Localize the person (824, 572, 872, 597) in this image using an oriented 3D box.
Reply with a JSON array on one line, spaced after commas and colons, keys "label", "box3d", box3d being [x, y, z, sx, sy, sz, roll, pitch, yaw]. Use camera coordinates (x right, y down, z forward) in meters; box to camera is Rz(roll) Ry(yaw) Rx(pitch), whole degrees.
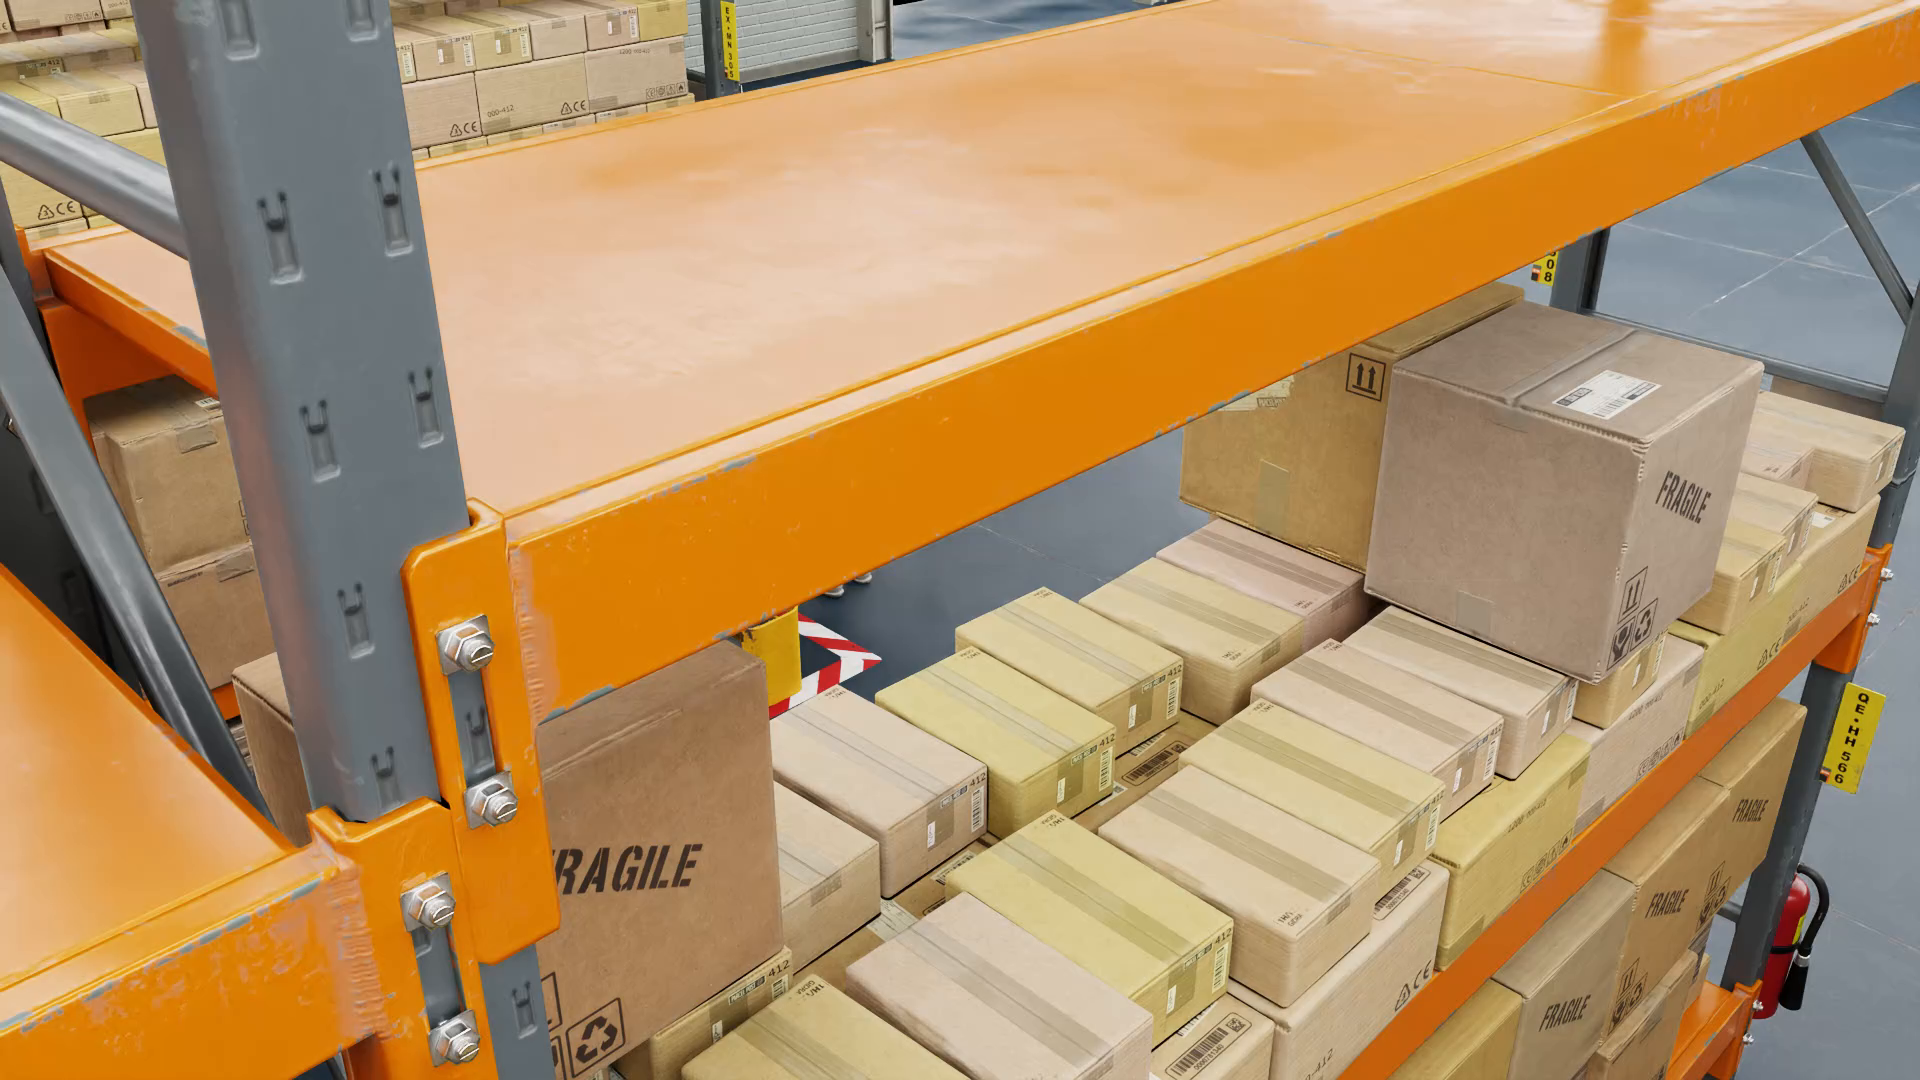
[{"label": "person", "box3d": [-0.833, -0.209, 9.724, 0.841, 1.006, 0.500, 25, 37, 38]}]
